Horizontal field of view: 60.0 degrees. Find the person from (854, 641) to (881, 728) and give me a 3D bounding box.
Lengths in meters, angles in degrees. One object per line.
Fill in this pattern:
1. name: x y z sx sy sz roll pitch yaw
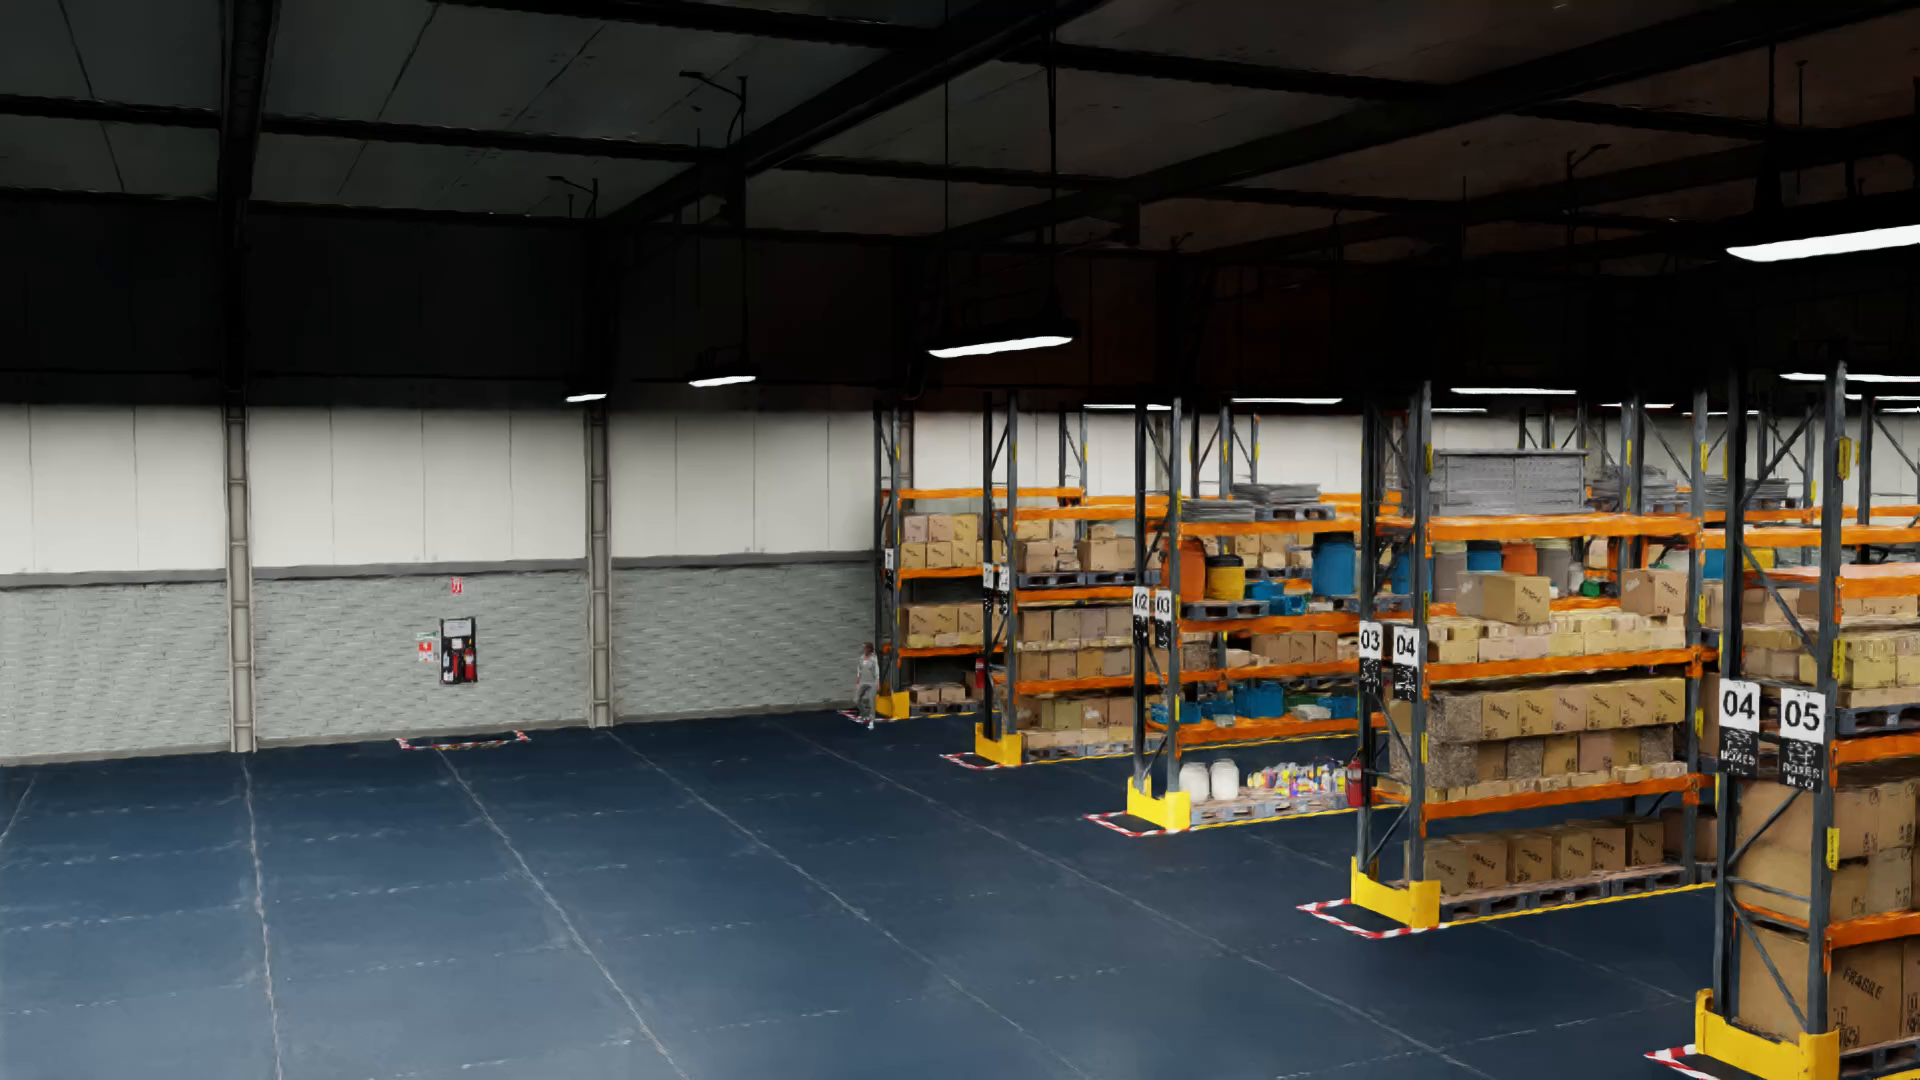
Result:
1. person: -1.705 2.611 30.170 0.572 1.586 0.437 1 4 23
